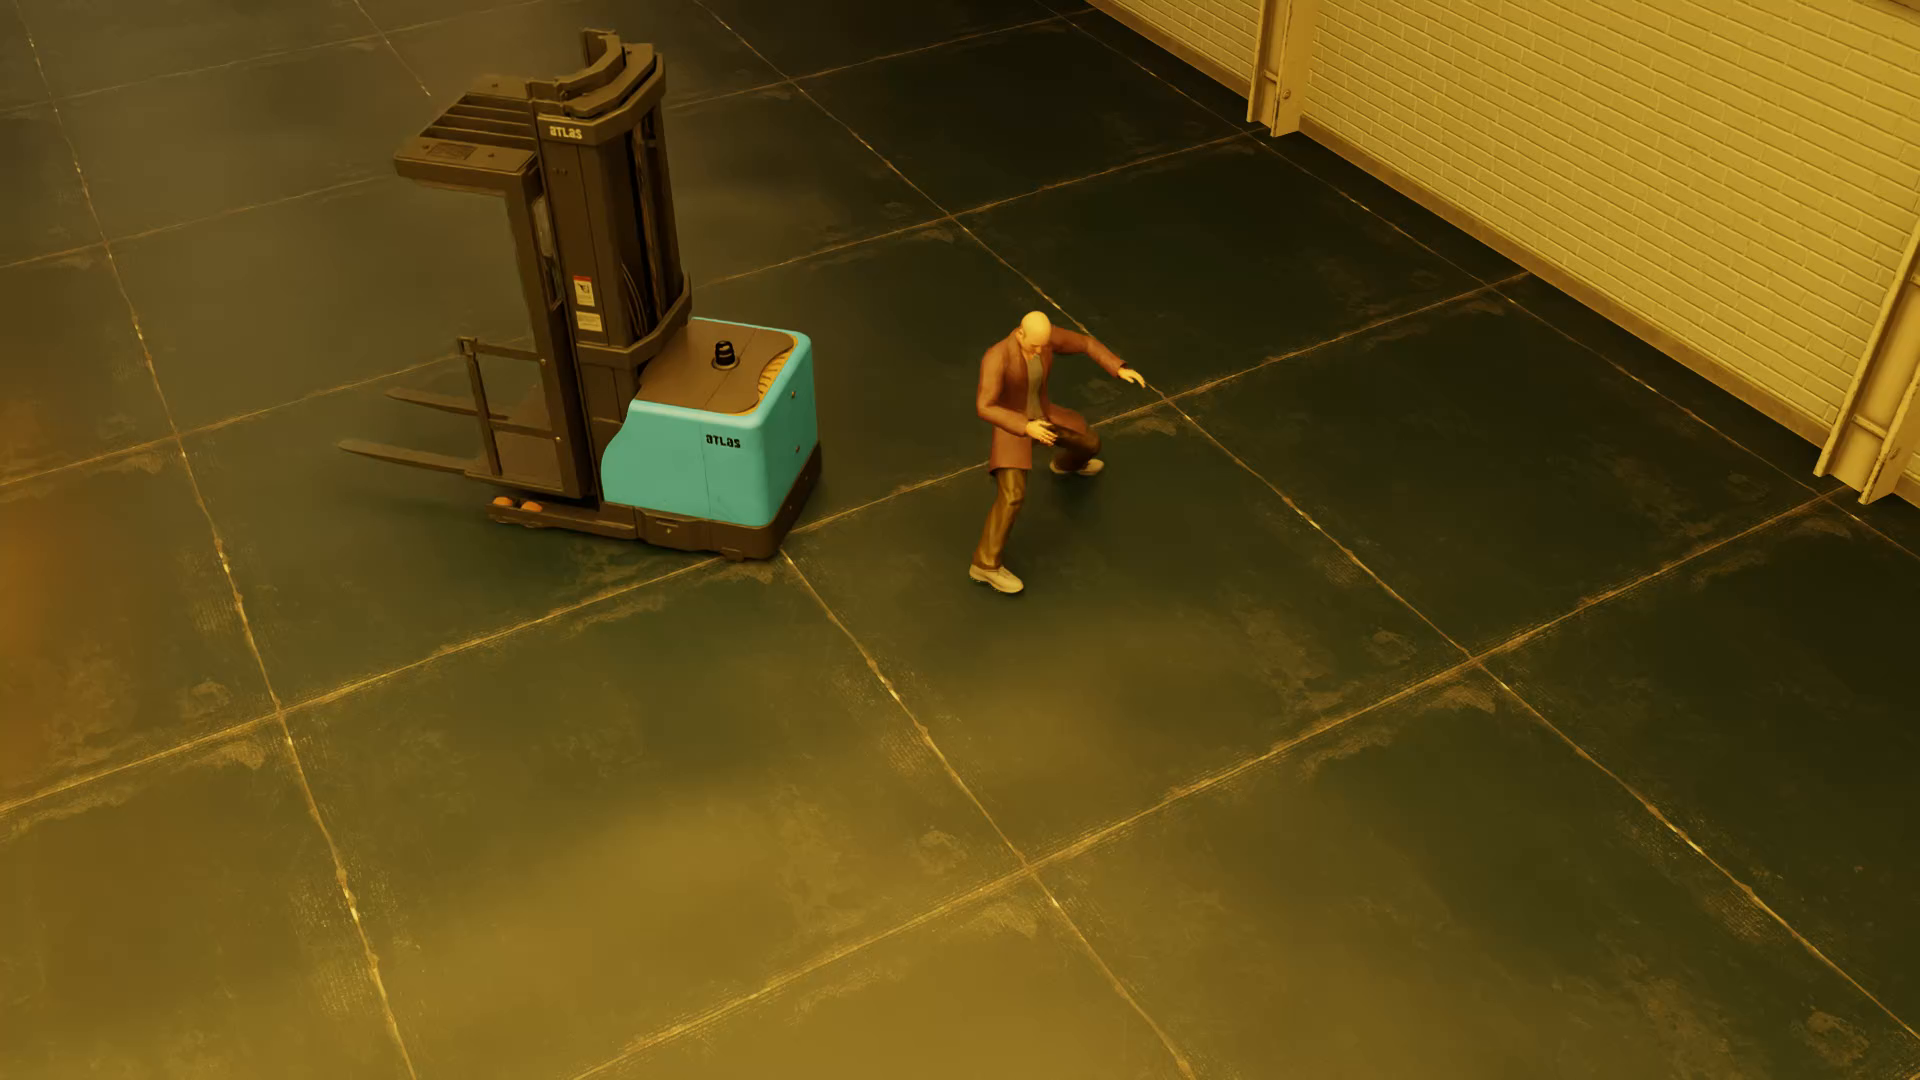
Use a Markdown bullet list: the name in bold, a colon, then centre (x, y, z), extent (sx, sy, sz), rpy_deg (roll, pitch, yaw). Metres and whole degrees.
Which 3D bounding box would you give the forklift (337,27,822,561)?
- **forklift**: centre (-2.470, -1.517, 9.865), extent (3.031, 2.935, 1.130), rpy_deg (10, 41, 11)

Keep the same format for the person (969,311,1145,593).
- **person**: centre (0.545, -0.672, 9.928), extent (1.342, 1.548, 0.768), rpy_deg (-27, 47, -29)
